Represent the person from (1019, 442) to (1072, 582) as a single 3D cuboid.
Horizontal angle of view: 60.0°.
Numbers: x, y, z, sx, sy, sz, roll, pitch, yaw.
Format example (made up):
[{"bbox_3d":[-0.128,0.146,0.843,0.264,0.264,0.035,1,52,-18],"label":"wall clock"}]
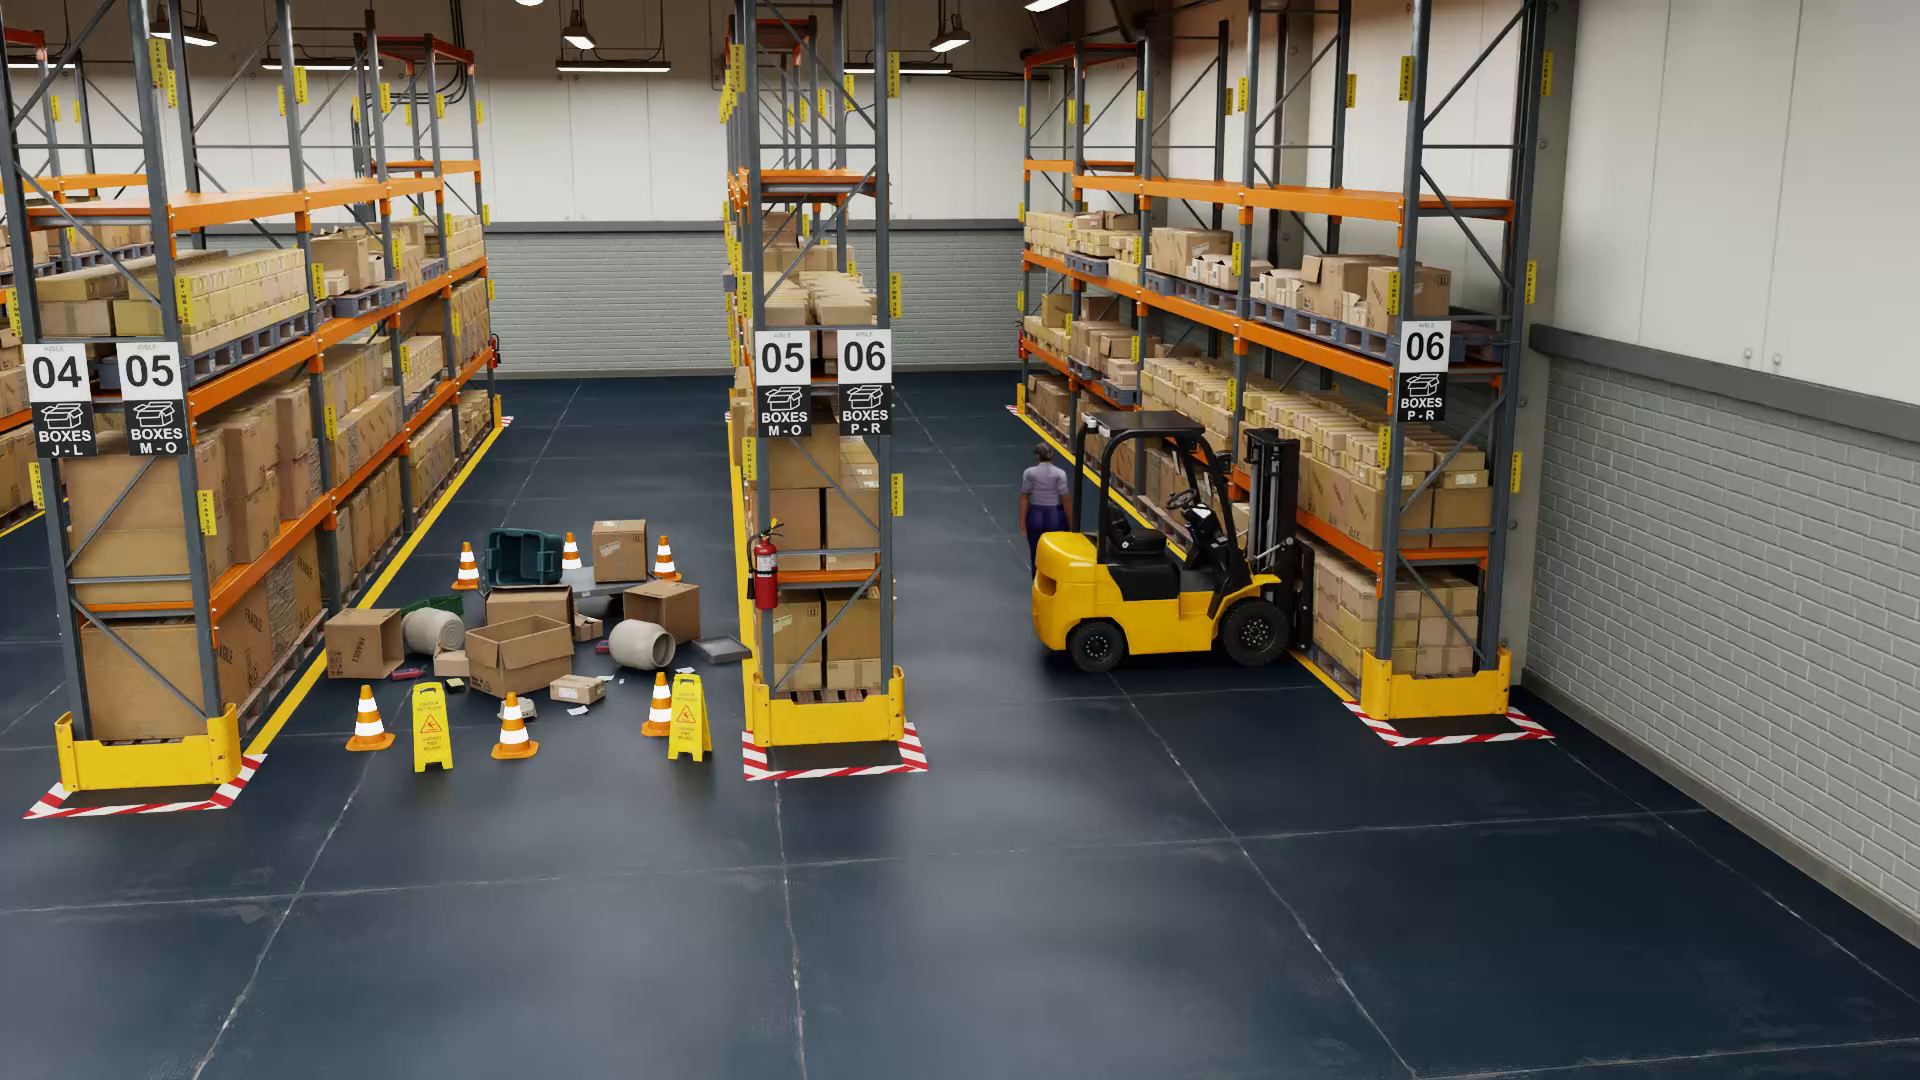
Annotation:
[{"bbox_3d":[0.912,-0.157,16.613,0.663,1.642,0.461,3,14,14],"label":"person"}]
